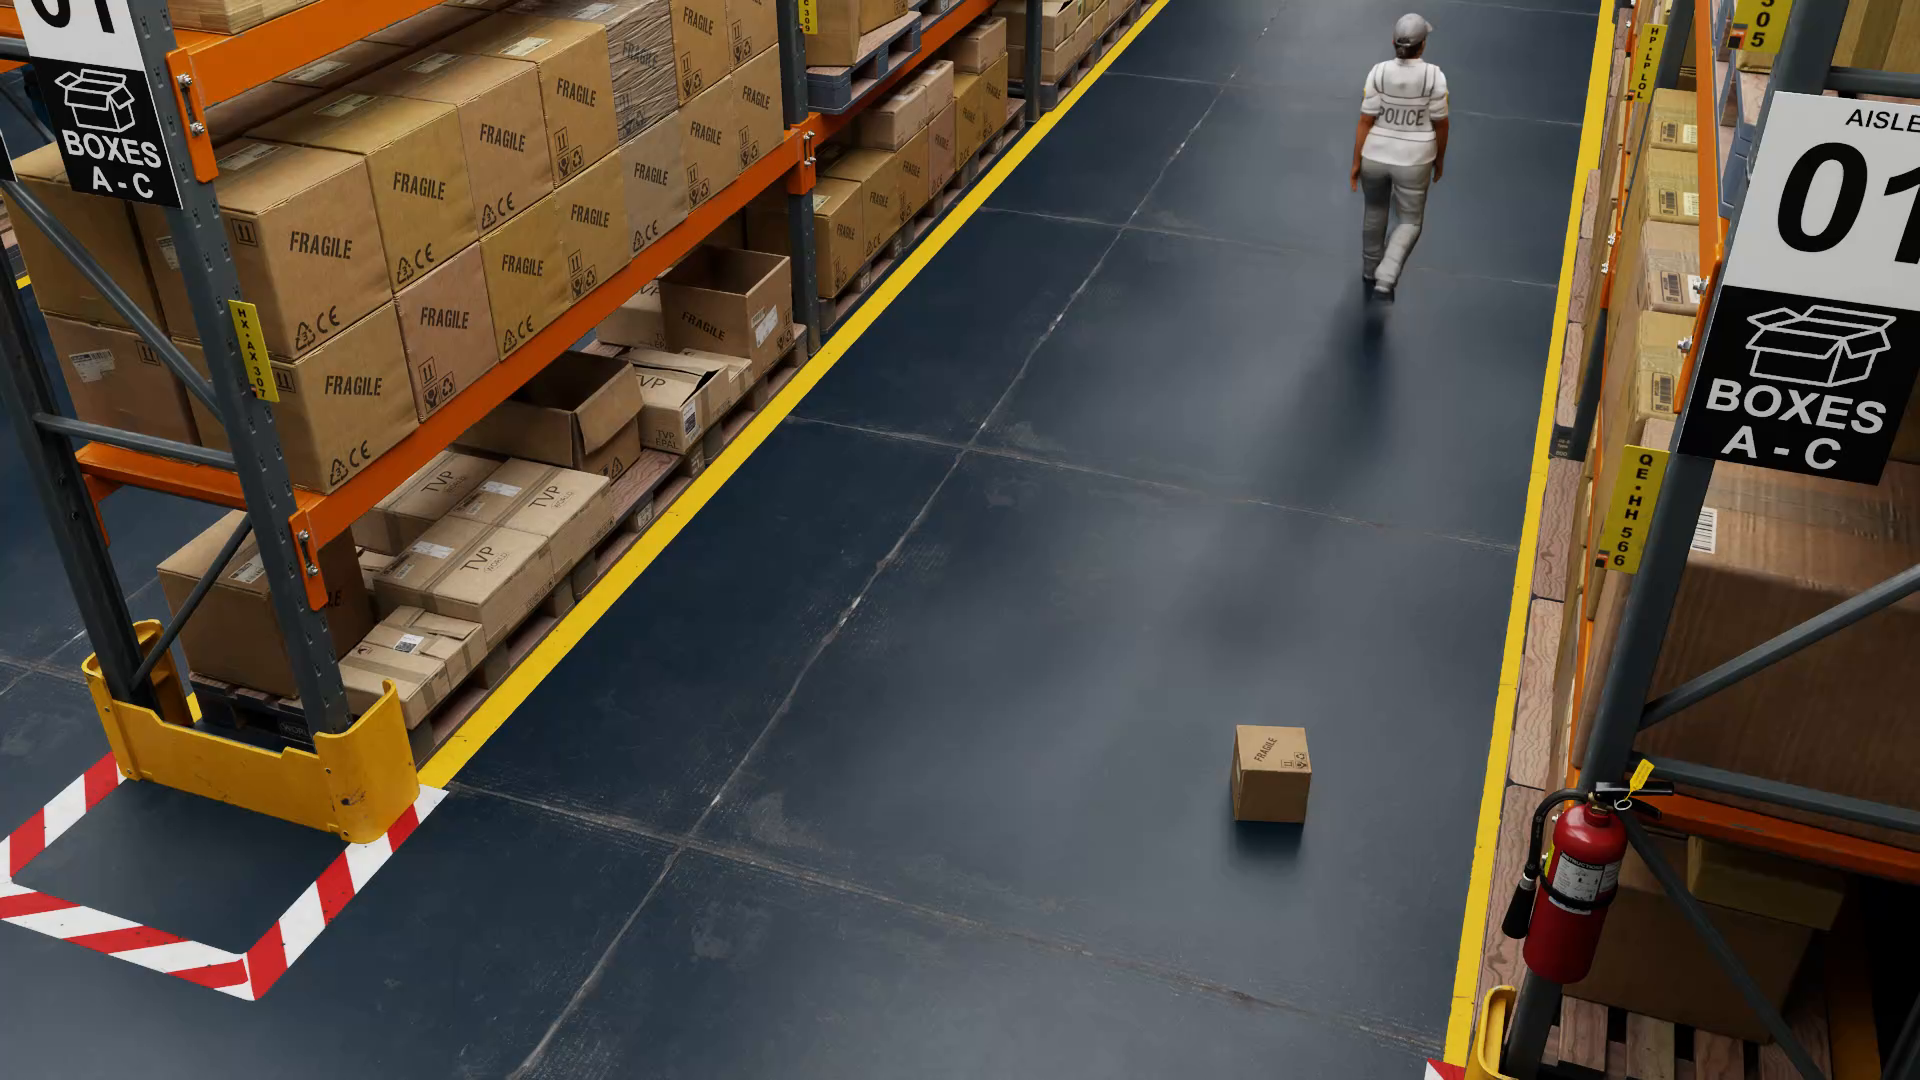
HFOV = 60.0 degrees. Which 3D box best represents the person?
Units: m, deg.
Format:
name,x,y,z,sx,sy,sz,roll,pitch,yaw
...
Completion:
name,x,y,z,sx,sy,sz,roll,pitch,yaw
person,2.460,-2.136,9.359,0.496,1.625,0.892,15,36,21
